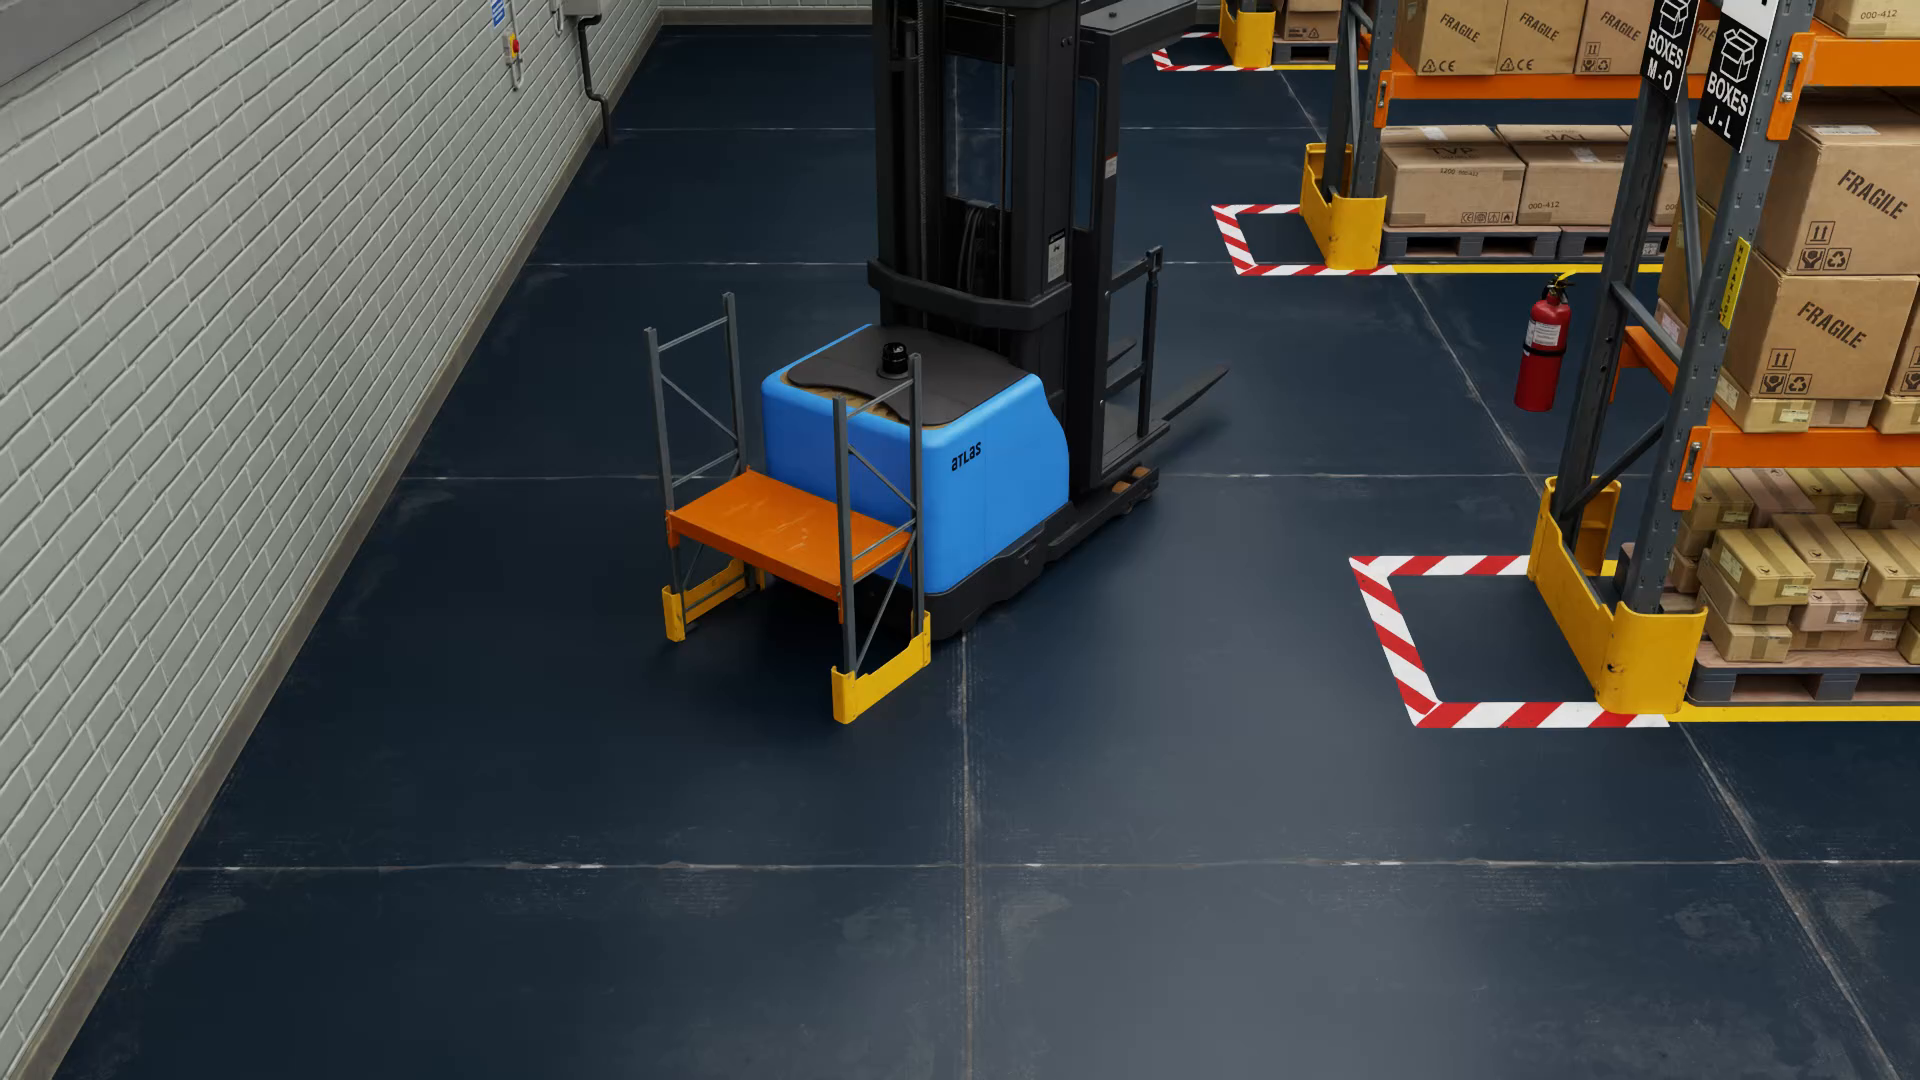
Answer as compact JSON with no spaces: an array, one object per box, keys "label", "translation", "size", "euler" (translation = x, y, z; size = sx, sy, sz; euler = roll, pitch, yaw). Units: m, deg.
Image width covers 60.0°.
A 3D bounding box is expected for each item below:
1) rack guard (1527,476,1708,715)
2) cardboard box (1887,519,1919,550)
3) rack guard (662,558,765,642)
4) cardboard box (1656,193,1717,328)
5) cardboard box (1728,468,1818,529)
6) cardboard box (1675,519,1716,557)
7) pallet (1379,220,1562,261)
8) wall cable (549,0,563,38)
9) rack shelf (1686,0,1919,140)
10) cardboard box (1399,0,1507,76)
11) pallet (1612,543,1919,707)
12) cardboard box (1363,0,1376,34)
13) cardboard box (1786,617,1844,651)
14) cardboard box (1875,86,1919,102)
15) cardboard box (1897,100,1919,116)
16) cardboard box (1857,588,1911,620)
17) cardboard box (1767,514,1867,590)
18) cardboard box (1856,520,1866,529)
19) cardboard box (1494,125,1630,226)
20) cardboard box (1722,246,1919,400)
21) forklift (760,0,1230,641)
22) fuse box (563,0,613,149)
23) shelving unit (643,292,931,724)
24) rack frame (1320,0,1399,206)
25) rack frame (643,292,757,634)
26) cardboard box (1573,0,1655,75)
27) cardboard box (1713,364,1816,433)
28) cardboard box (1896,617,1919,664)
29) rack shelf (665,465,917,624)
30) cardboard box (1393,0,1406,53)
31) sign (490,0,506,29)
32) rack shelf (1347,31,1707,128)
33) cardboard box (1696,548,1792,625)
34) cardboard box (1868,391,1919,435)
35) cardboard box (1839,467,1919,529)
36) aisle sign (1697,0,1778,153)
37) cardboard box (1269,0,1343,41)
[{"label":"rack guard","translation":[2.895,0.220,7.406],"size":[0.348,0.500,1.175],"euler":[0,31,0]},{"label":"cardboard box","translation":[4.121,0.070,7.013],"size":[0.250,0.149,0.380],"euler":[-2,31,-3]},{"label":"rack guard","translation":[-1.125,0.223,7.641],"size":[0.087,0.250,0.587],"euler":[21,37,31]},{"label":"cardboard box","translation":[3.267,-1.153,6.876],"size":[0.500,0.500,0.500],"euler":[0,31,1]},{"label":"cardboard box","translation":[3.599,-0.168,7.405],"size":[0.250,0.149,0.380],"euler":[0,31,1]},{"label":"cardboard box","translation":[3.346,-0.086,7.557],"size":[0.250,0.149,0.380],"euler":[-1,31,-2]},{"label":"pallet","translation":[3.488,-2.267,11.783],"size":[1.213,0.211,1.003],"euler":[0,31,0]},{"label":"wall cable","translation":[-2.970,-4.556,11.888],"size":[0.122,1.984,0.588],"euler":[0,31,0]},{"label":"rack shelf","translation":[4.819,-1.830,6.176],"size":[4.000,0.370,1.077],"euler":[0,31,0]},{"label":"cardboard box","translation":[3.170,-3.311,10.719],"size":[0.500,0.500,0.500],"euler":[0,31,-1]},{"label":"pallet","translation":[3.708,0.359,7.455],"size":[1.213,0.211,1.003],"euler":[0,31,0]},{"label":"cardboard box","translation":[4.122,-5.037,15.665],"size":[0.500,0.500,0.700],"euler":[1,31,2]},{"label":"cardboard box","translation":[3.607,0.312,7.188],"size":[0.250,0.149,0.380],"euler":[0,31,0]},{"label":"cardboard box","translation":[3.782,-1.578,6.612],"size":[0.500,0.500,0.500],"euler":[-1,31,-2]},{"label":"cardboard box","translation":[3.775,-1.315,6.178],"size":[0.500,0.500,0.500],"euler":[1,31,1]},{"label":"cardboard box","translation":[3.863,0.177,7.124],"size":[0.250,0.149,0.380],"euler":[0,31,0]},{"label":"cardboard box","translation":[3.620,0.048,7.050],"size":[0.250,0.149,0.380],"euler":[0,31,1]},{"label":"cardboard box","translation":[4.135,-0.036,7.475],"size":[0.250,0.149,0.380],"euler":[-1,31,-1]},{"label":"cardboard box","translation":[4.263,-2.561,11.645],"size":[0.875,0.438,0.875],"euler":[1,31,1]},{"label":"cardboard box","translation":[3.270,-0.877,6.420],"size":[0.500,0.500,0.500],"euler":[1,31,2]},{"label":"forklift","translation":[0.371,-1.517,7.925],"size":[1.130,2.935,3.031],"euler":[21,37,30]},{"label":"fuse box","translation":[-2.817,-3.925,13.070],"size":[0.414,1.711,0.539],"euler":[0,31,0]},{"label":"shelving unit","translation":[-0.729,-0.155,7.059],"size":[1.083,1.500,0.587],"euler":[21,37,31]},{"label":"rack frame","translation":[2.689,-3.416,10.988],"size":[0.127,3.000,1.000],"euler":[0,31,0]},{"label":"rack frame","translation":[-1.126,-0.311,7.318],"size":[0.032,1.500,0.500],"euler":[21,37,31]},{"label":"cardboard box","translation":[4.185,-3.320,10.733],"size":[0.500,0.500,0.500],"euler":[0,31,-1]},{"label":"cardboard box","translation":[3.145,-0.572,6.543],"size":[0.250,0.149,0.380],"euler":[0,31,-1]},{"label":"cardboard box","translation":[4.111,0.364,7.103],"size":[0.250,0.149,0.380],"euler":[0,31,0]},{"label":"rack shelf","translation":[-0.721,0.002,7.148],"size":[1.000,0.185,0.538],"euler":[21,37,31]},{"label":"cardboard box","translation":[3.169,-3.597,11.191],"size":[0.500,0.500,0.500],"euler":[0,31,0]},{"label":"sign","translation":[-3.011,-3.476,10.828],"size":[0.001,0.218,0.327],"euler":[0,31,0]},{"label":"rack shelf","translation":[4.689,-3.115,11.185],"size":[4.000,0.370,1.077],"euler":[0,31,0]},{"label":"cardboard box","translation":[3.345,0.195,7.094],"size":[0.250,0.149,0.380],"euler":[1,31,2]},{"label":"cardboard box","translation":[3.669,-0.568,6.536],"size":[0.250,0.149,0.380],"euler":[-1,31,-2]},{"label":"cardboard box","translation":[4.116,-0.202,7.462],"size":[0.250,0.149,0.380],"euler":[-1,31,-2]},{"label":"aisle sign","translation":[2.748,-1.804,5.826],"size":[0.004,0.787,0.394],"euler":[0,31,0]},{"label":"cardboard box","translation":[3.267,-5.056,15.693],"size":[0.637,0.503,0.797],"euler":[-1,31,-2]}]
